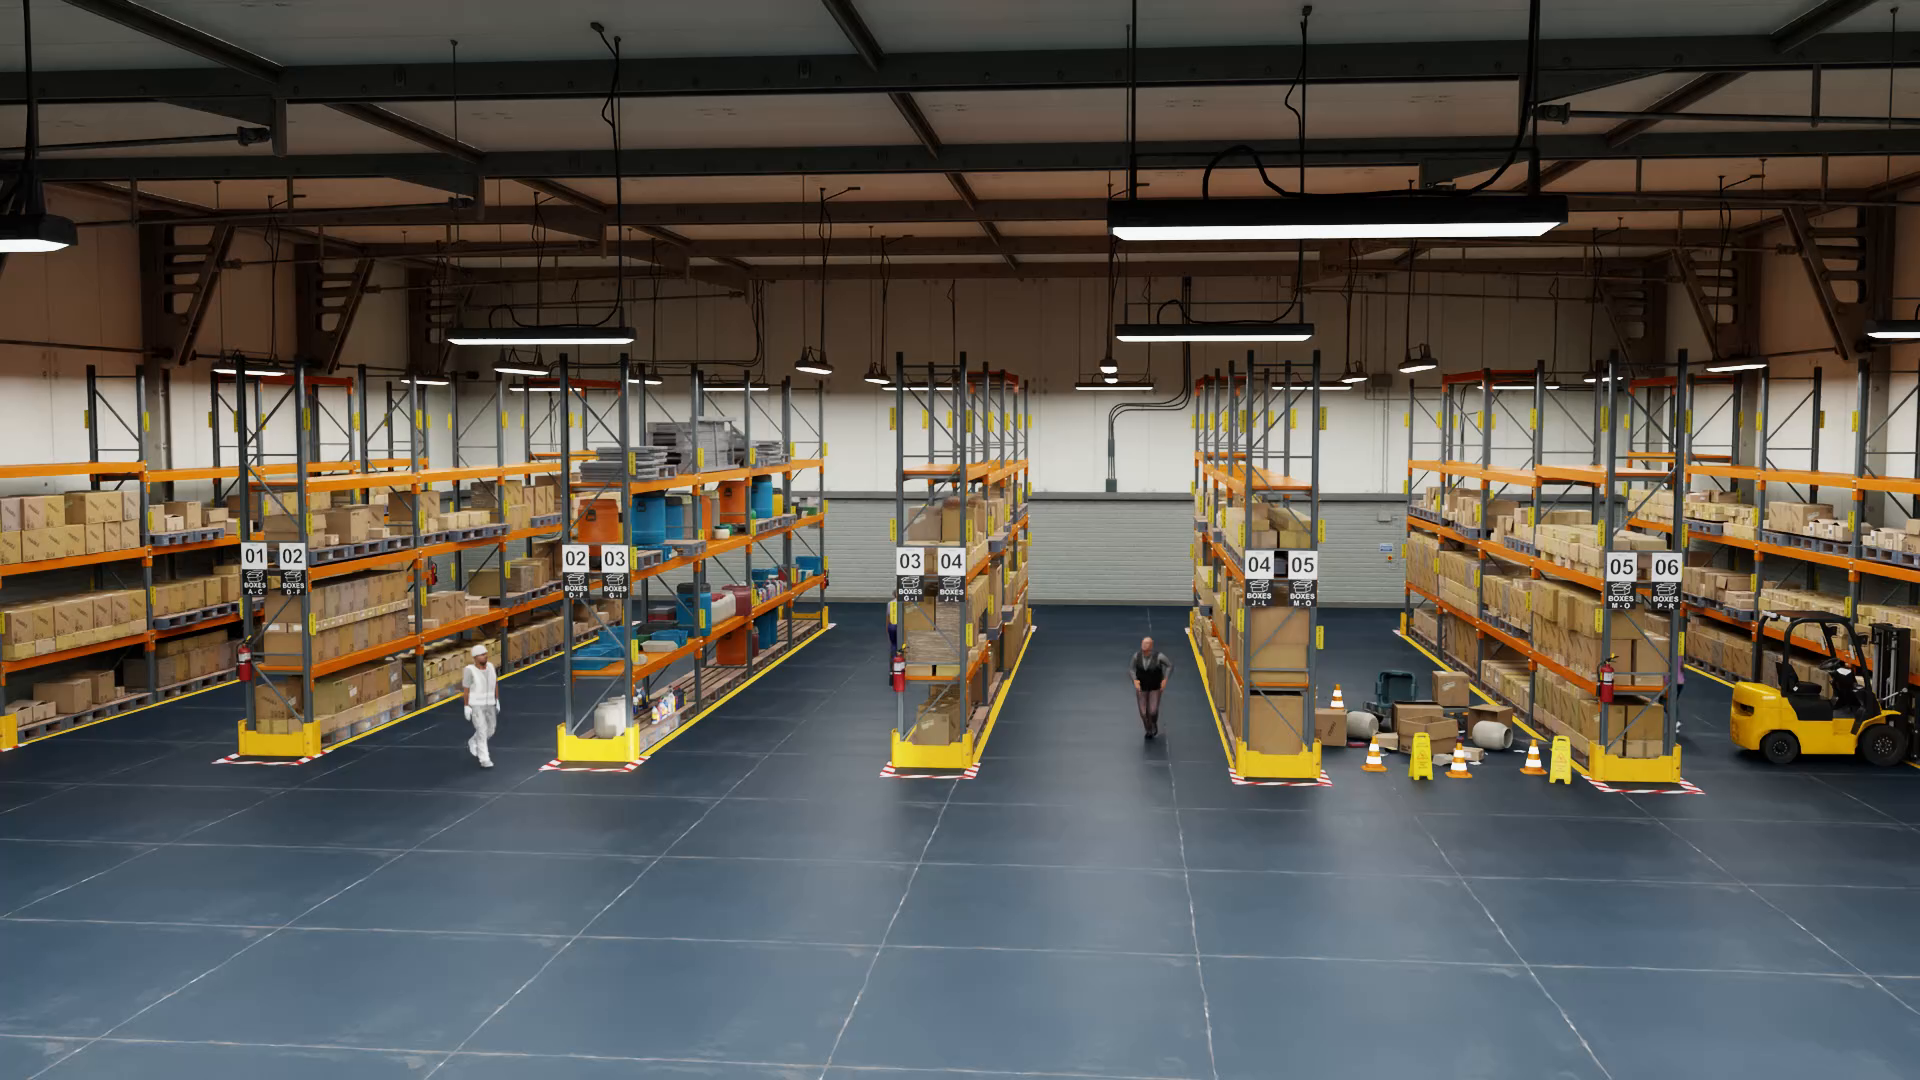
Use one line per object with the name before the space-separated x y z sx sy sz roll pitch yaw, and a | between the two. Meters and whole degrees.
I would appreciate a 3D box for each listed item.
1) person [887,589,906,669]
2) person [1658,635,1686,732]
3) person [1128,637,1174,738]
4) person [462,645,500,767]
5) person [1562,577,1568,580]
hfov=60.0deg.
person | -1.265 1.799 33.603 0.538 1.645 0.489 3 5 32
person | 11.497 2.324 26.748 0.485 1.574 0.533 -1 4 -17
person | 3.002 2.327 26.145 0.709 1.638 0.718 1 4 14
person | -6.979 2.392 24.207 0.806 1.763 0.574 4 6 44
person | 14.792 1.250 40.145 0.630 1.753 0.555 0 4 2
